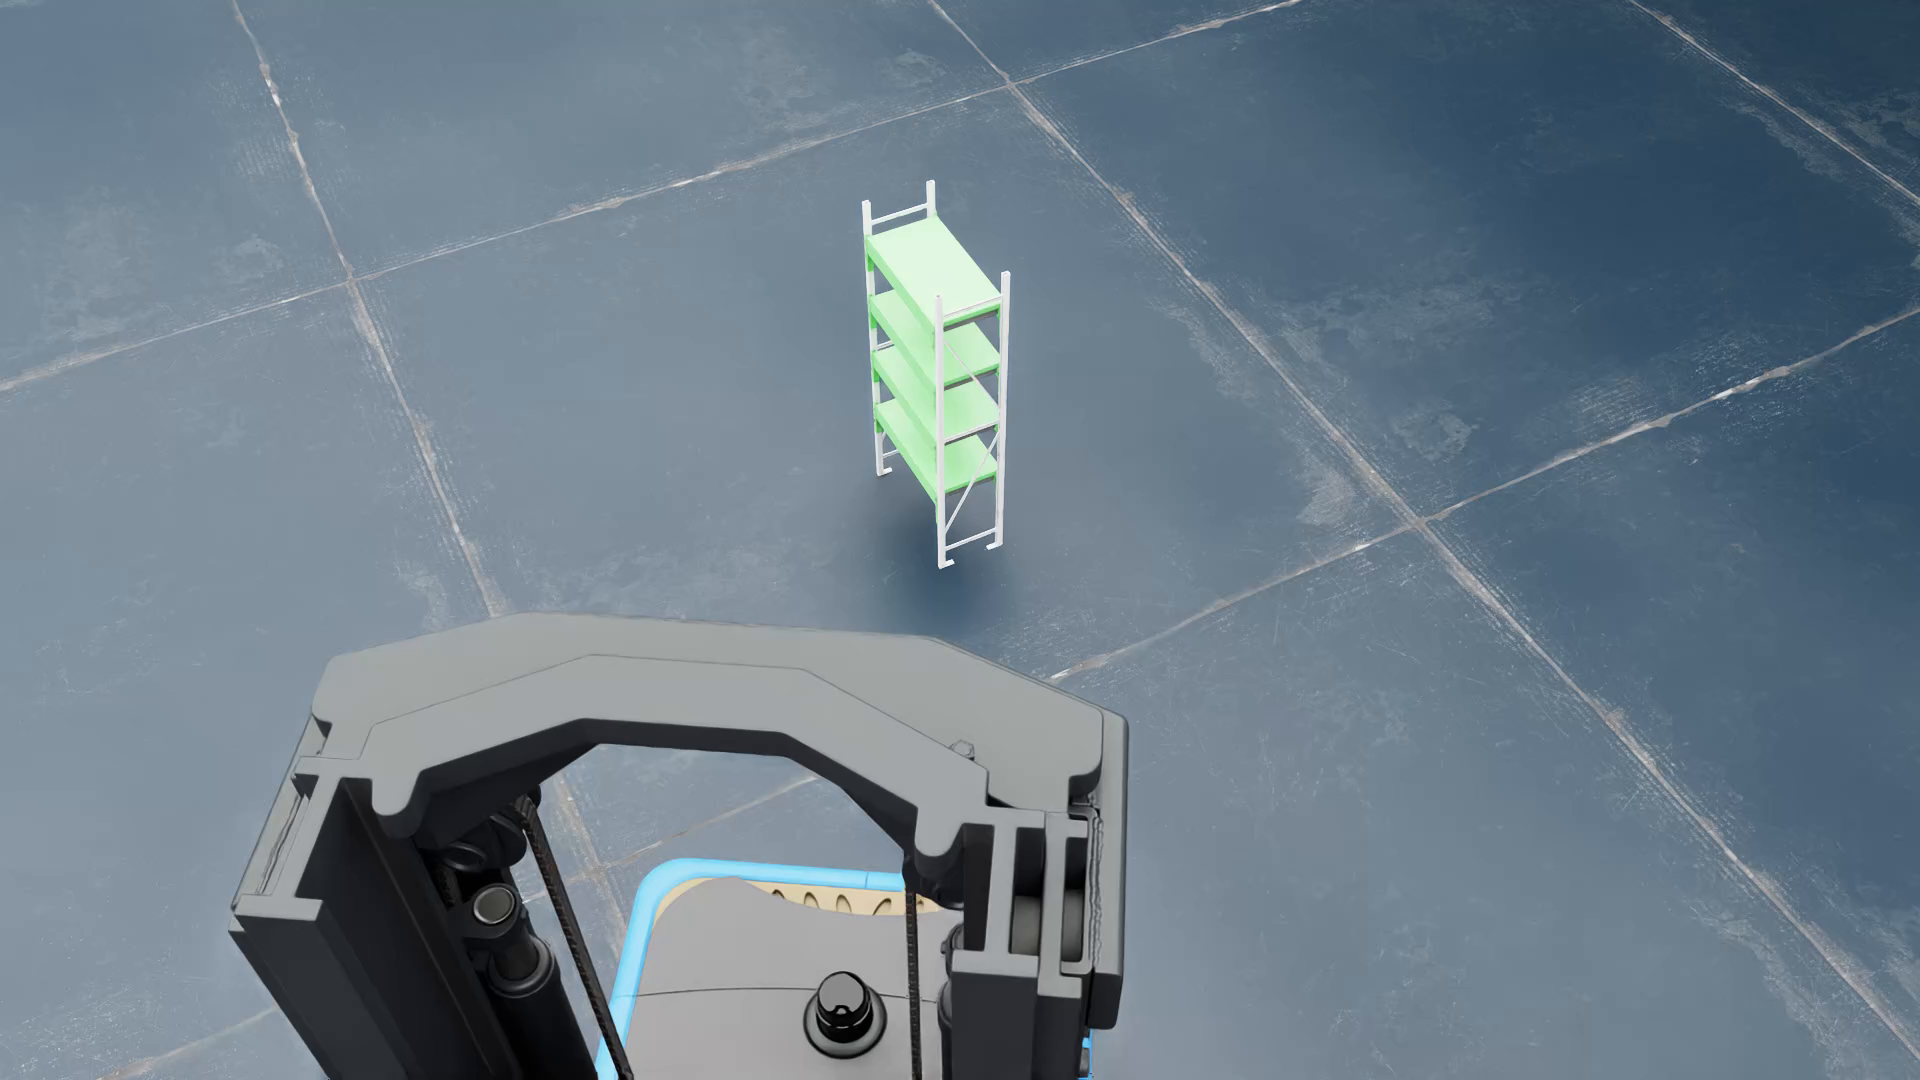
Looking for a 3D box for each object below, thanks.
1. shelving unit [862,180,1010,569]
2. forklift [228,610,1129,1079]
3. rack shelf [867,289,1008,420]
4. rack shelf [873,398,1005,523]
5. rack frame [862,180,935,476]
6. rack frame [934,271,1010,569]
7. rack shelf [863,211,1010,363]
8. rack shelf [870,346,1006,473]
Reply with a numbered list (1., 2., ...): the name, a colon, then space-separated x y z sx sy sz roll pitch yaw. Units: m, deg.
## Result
1. shelving unit: -0.076 -0.506 5.395 0.258 1.200 0.503 -21 52 -18
2. forklift: -0.331 1.586 2.415 1.130 2.935 3.031 4 49 3
3. rack shelf: -0.076 -0.622 5.263 0.258 0.148 0.480 -21 52 -18
4. rack shelf: -0.076 -0.306 5.624 0.258 0.148 0.480 -21 52 -18
5. rack frame: -0.187 -0.669 5.538 0.240 1.200 0.015 -21 52 -18
6. rack frame: 0.036 -0.342 5.252 0.240 1.200 0.015 -21 52 -18
7. rack shelf: -0.076 -0.780 5.082 0.258 0.148 0.480 -21 52 -18
8. rack shelf: -0.076 -0.464 5.443 0.258 0.148 0.480 -21 52 -18
